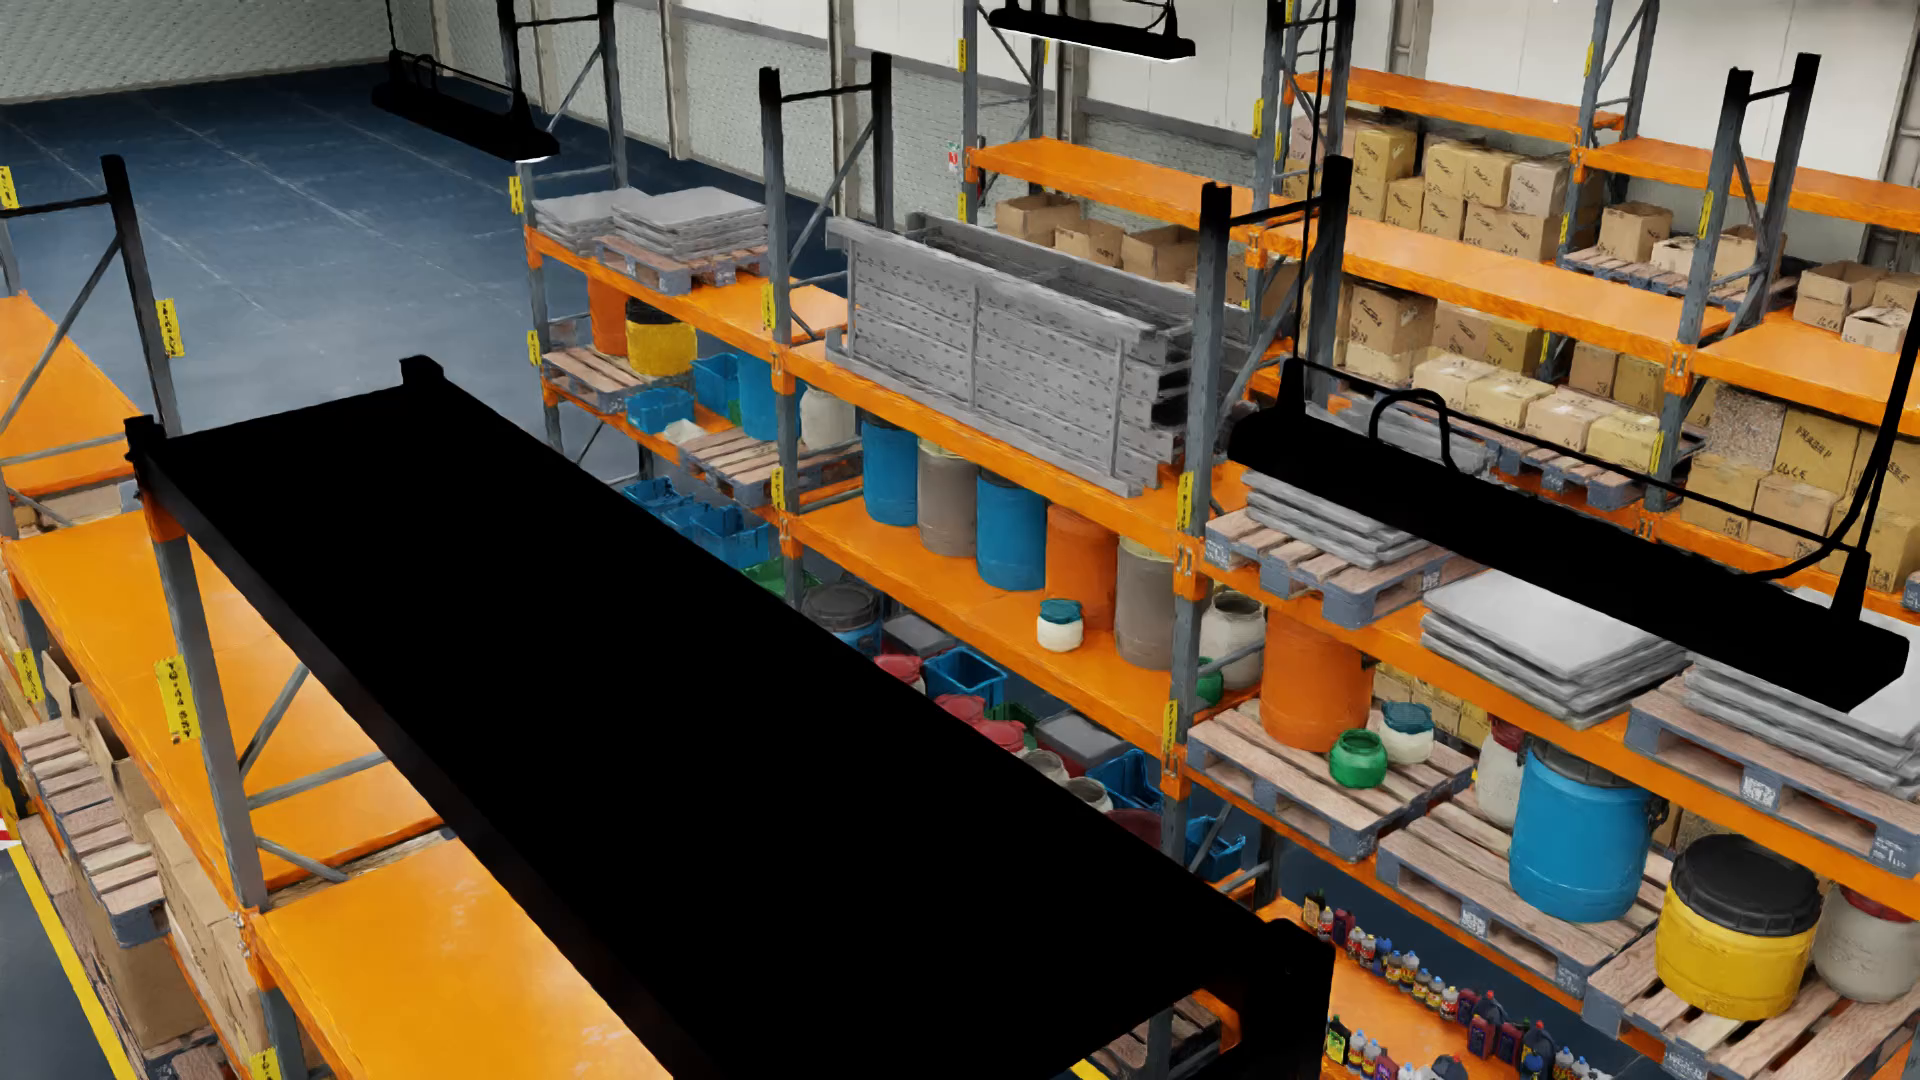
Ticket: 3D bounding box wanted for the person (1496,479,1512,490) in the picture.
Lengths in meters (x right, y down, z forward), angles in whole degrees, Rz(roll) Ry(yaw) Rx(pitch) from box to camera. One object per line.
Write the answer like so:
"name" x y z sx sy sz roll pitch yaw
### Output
"person" 5.129 0.119 16.080 0.452 1.677 0.525 -4 26 -7
